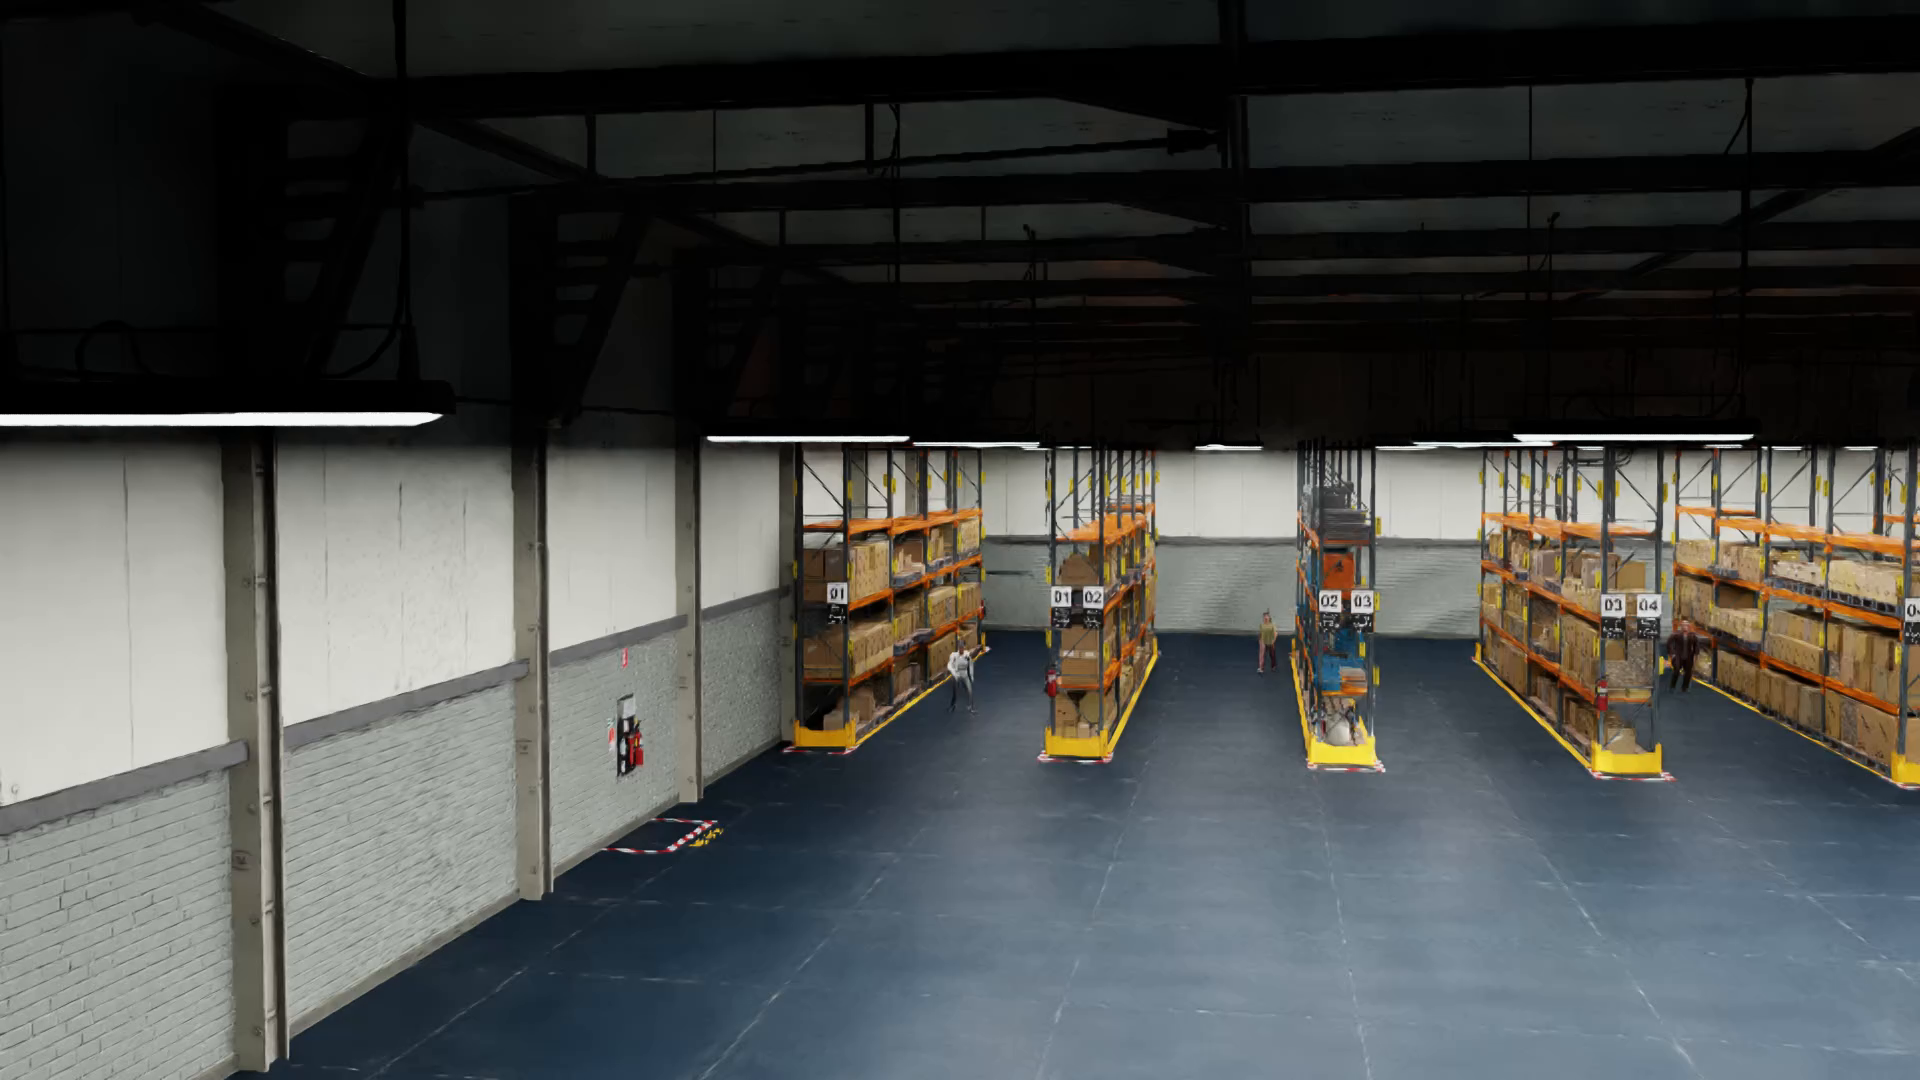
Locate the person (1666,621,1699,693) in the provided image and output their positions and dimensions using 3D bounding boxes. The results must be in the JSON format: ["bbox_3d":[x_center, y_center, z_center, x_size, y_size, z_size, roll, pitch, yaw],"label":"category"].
[{"bbox_3d":[17.168,2.770,39.531,0.729,1.733,0.546,0,3,9],"label":"person"}]

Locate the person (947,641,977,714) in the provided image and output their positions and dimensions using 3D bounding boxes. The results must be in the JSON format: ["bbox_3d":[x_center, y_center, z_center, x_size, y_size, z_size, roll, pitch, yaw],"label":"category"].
[{"bbox_3d":[0.021,2.977,36.454,0.630,1.608,0.810,0,3,-7],"label":"person"}]

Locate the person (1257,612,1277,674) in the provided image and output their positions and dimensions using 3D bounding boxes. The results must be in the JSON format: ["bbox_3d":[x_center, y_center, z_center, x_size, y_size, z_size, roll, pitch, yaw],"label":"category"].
[{"bbox_3d":[7.963,2.645,43.098,0.524,1.589,1.139,1,3,23],"label":"person"}]
